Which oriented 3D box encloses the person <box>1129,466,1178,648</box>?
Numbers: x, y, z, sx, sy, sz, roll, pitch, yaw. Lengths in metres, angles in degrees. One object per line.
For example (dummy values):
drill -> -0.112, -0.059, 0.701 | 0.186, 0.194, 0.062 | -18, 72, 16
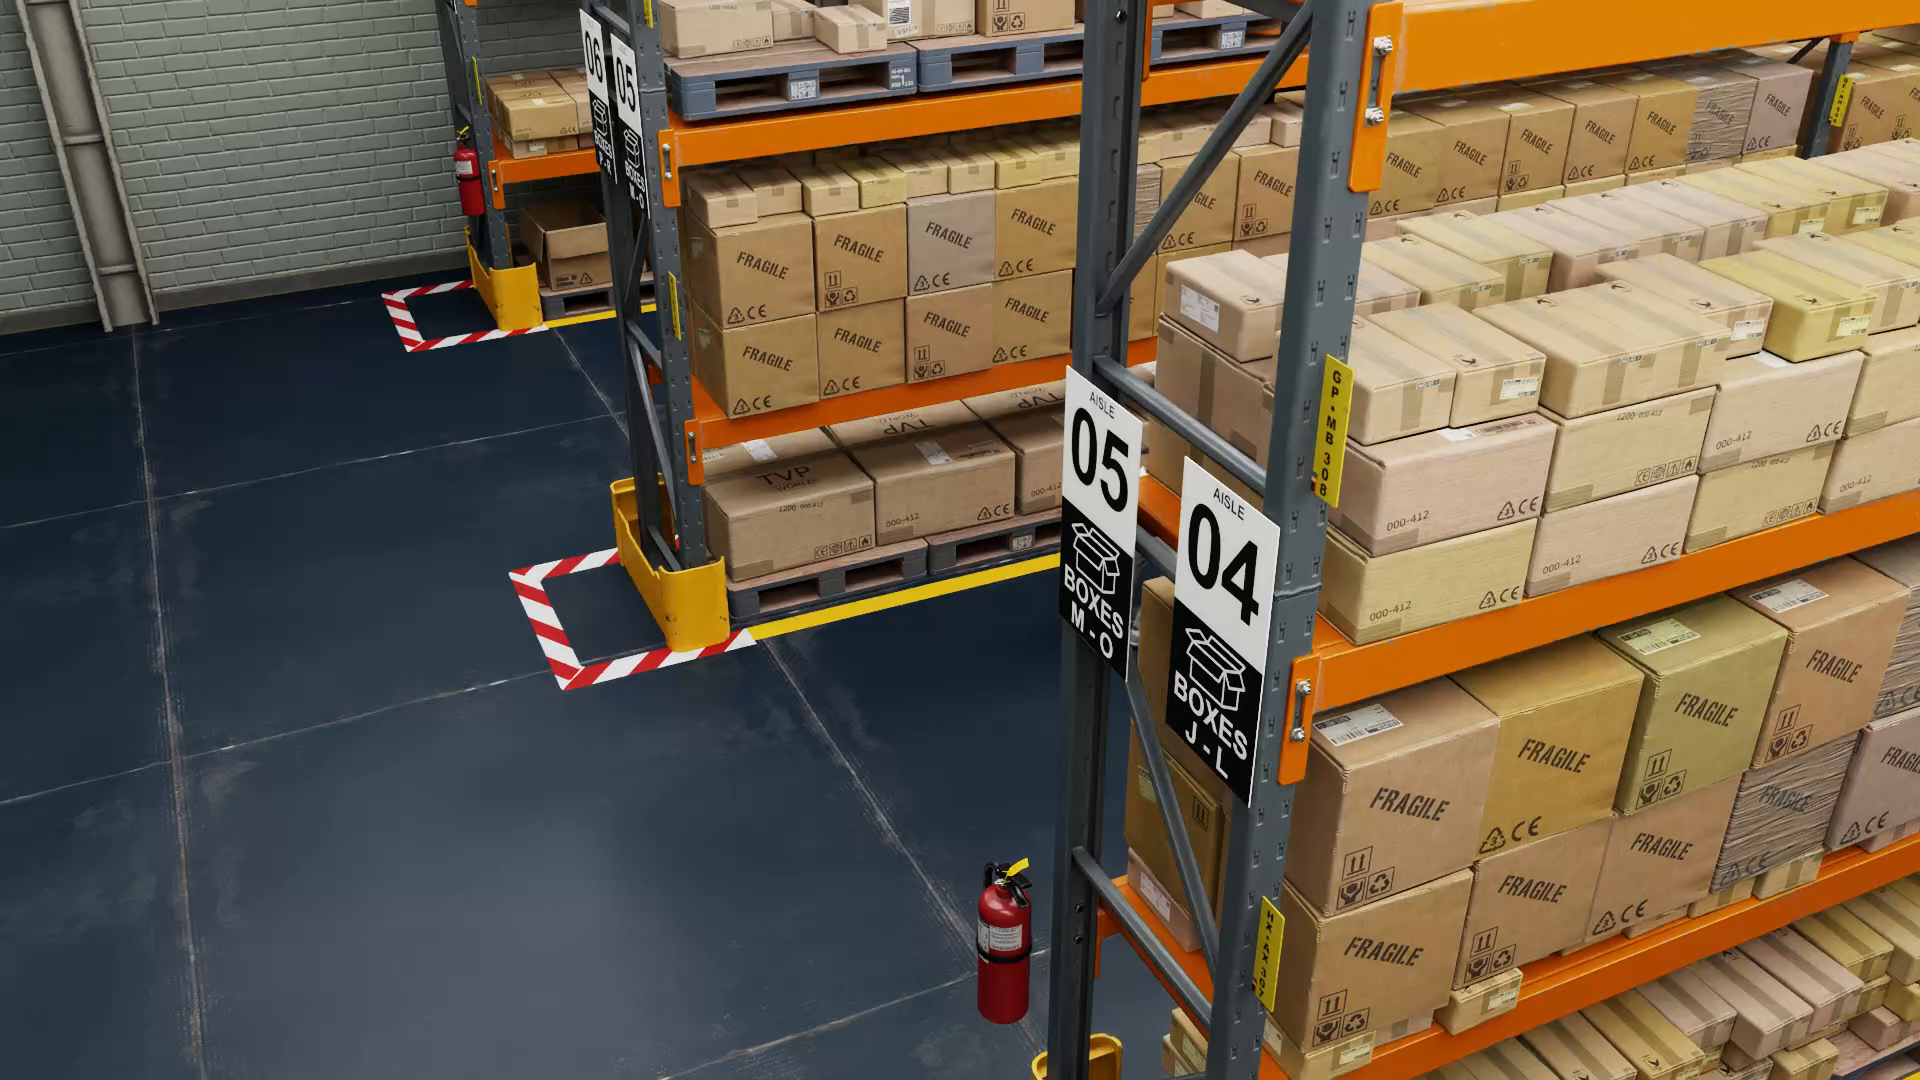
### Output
person -> 1.174, 0.026, 9.068 | 0.917, 1.005, 0.433 | -15, 33, -24
